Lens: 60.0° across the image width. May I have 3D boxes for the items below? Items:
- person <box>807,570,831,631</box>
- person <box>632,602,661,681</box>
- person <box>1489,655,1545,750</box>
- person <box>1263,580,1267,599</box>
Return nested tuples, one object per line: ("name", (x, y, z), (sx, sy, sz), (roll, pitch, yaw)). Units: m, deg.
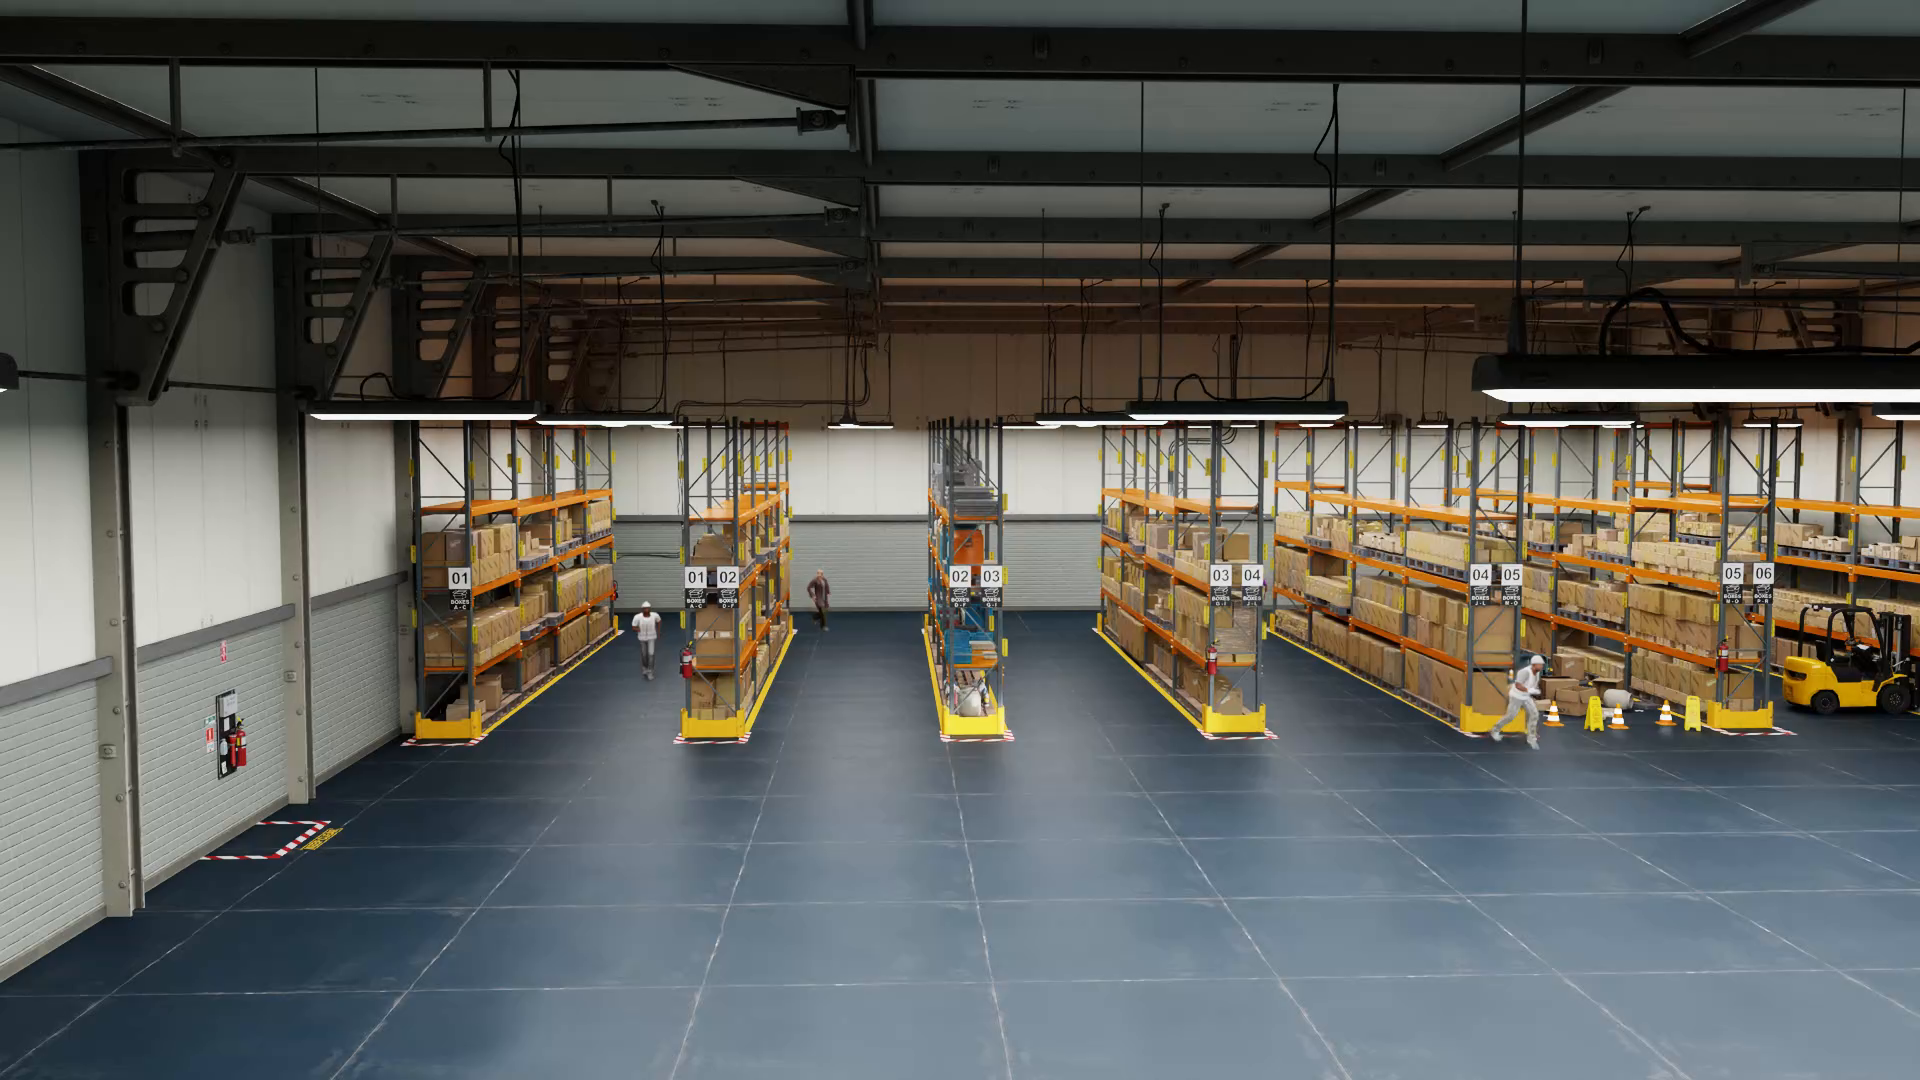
("person", (-4.046, 1.732, 47.990), (0.770, 1.763, 0.760), (3, 5, 41))
("person", (-7.272, 2.316, 38.557), (0.640, 1.796, 0.890), (0, 4, -5))
("person", (10.153, 2.923, 30.267), (1.040, 1.733, 0.730), (4, 5, 44))
("person", (8.532, 1.682, 48.479), (0.863, 1.799, 0.757), (-3, 5, -40))
